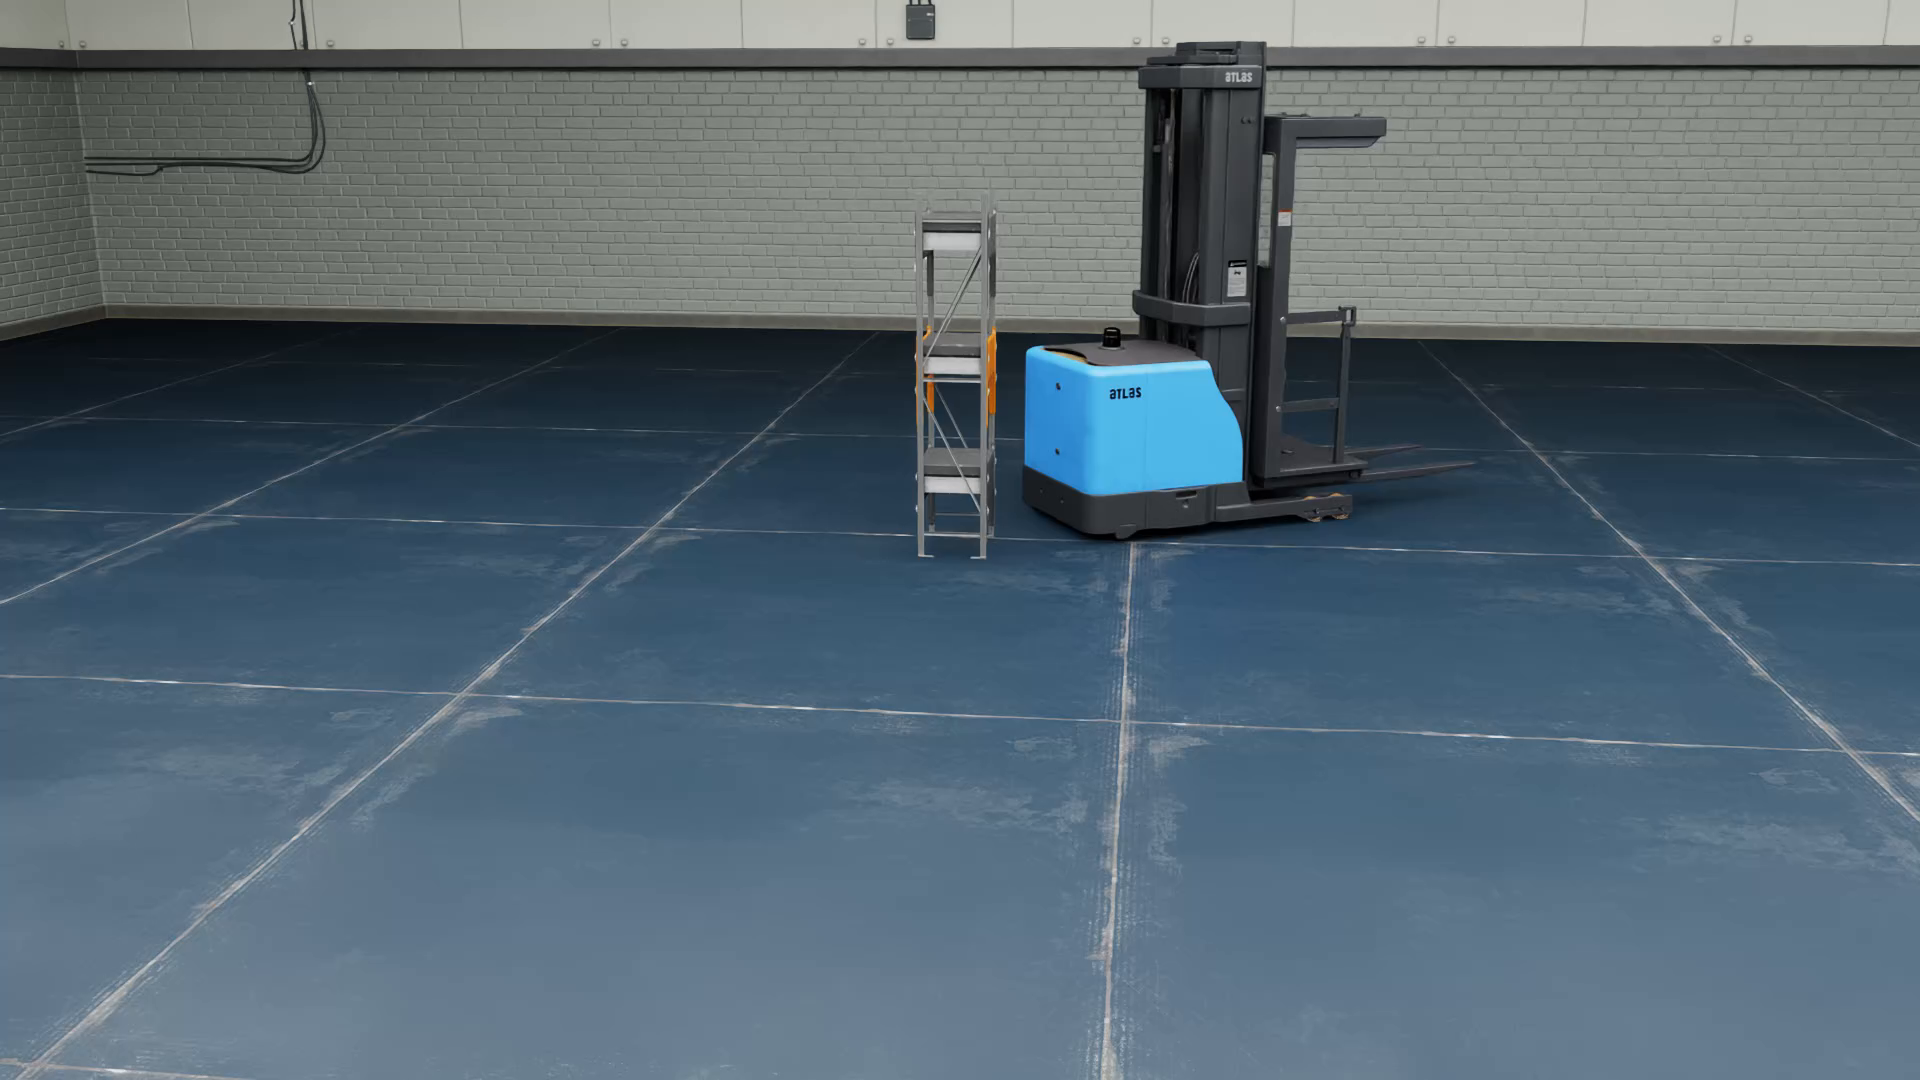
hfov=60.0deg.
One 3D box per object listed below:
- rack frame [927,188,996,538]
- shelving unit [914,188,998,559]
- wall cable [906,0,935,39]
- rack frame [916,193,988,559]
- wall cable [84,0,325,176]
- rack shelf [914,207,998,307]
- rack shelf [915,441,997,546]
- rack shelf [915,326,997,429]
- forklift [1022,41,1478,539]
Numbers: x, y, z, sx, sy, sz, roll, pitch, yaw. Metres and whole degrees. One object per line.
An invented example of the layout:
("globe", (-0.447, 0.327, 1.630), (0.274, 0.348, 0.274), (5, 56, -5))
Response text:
("rack frame", (0.009, -1.034, 9.963), (0.400, 2.100, 0.015), (2, 15, 6))
("shelving unit", (-0.019, -0.971, 9.729), (0.431, 2.100, 0.503), (2, 15, 6))
("wall cable", (0.564, -8.333, 17.226), (2.305, 6.003, 0.169), (2, 15, 6))
("rack frame", (-0.046, -0.907, 9.495), (0.400, 2.100, 0.015), (2, 15, 6))
("wall cable", (-8.867, -5.476, 19.124), (3.097, 2.526, 0.112), (2, 15, 6))
("rack shelf", (-0.019, -1.633, 9.550), (0.431, 0.518, 0.480), (2, 15, 6))
("rack shelf", (-0.019, -0.282, 9.915), (0.431, 0.518, 0.480), (2, 15, 6))
("rack shelf", (-0.019, -0.957, 9.733), (0.431, 0.518, 0.480), (2, 15, 6))
("forklift", (1.972, -1.648, 10.640), (3.031, 2.935, 1.130), (-6, 16, -22))
